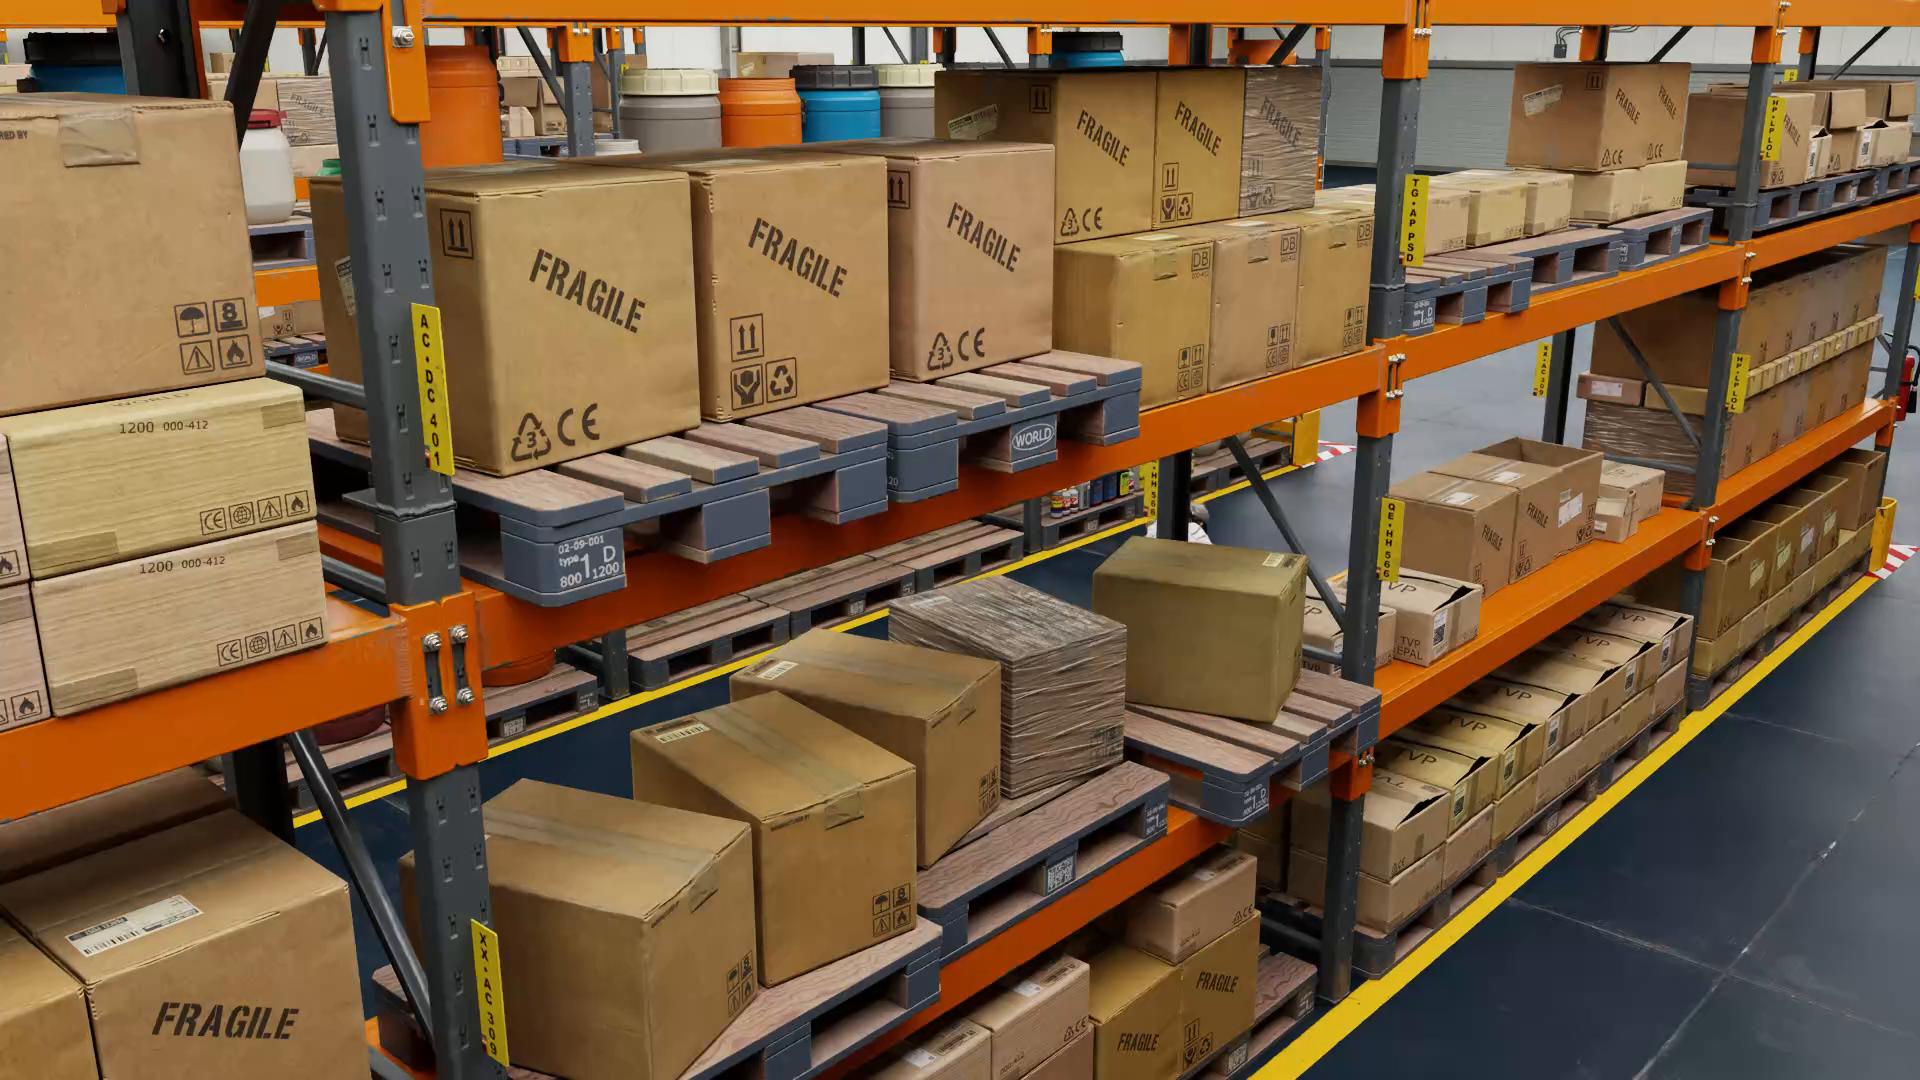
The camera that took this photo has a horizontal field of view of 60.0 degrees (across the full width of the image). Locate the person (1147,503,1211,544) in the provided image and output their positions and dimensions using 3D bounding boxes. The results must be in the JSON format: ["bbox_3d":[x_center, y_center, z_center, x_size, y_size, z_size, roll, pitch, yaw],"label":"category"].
[{"bbox_3d":[1.342,0.313,10.677,0.522,0.992,0.846,15,22,39],"label":"person"}]
